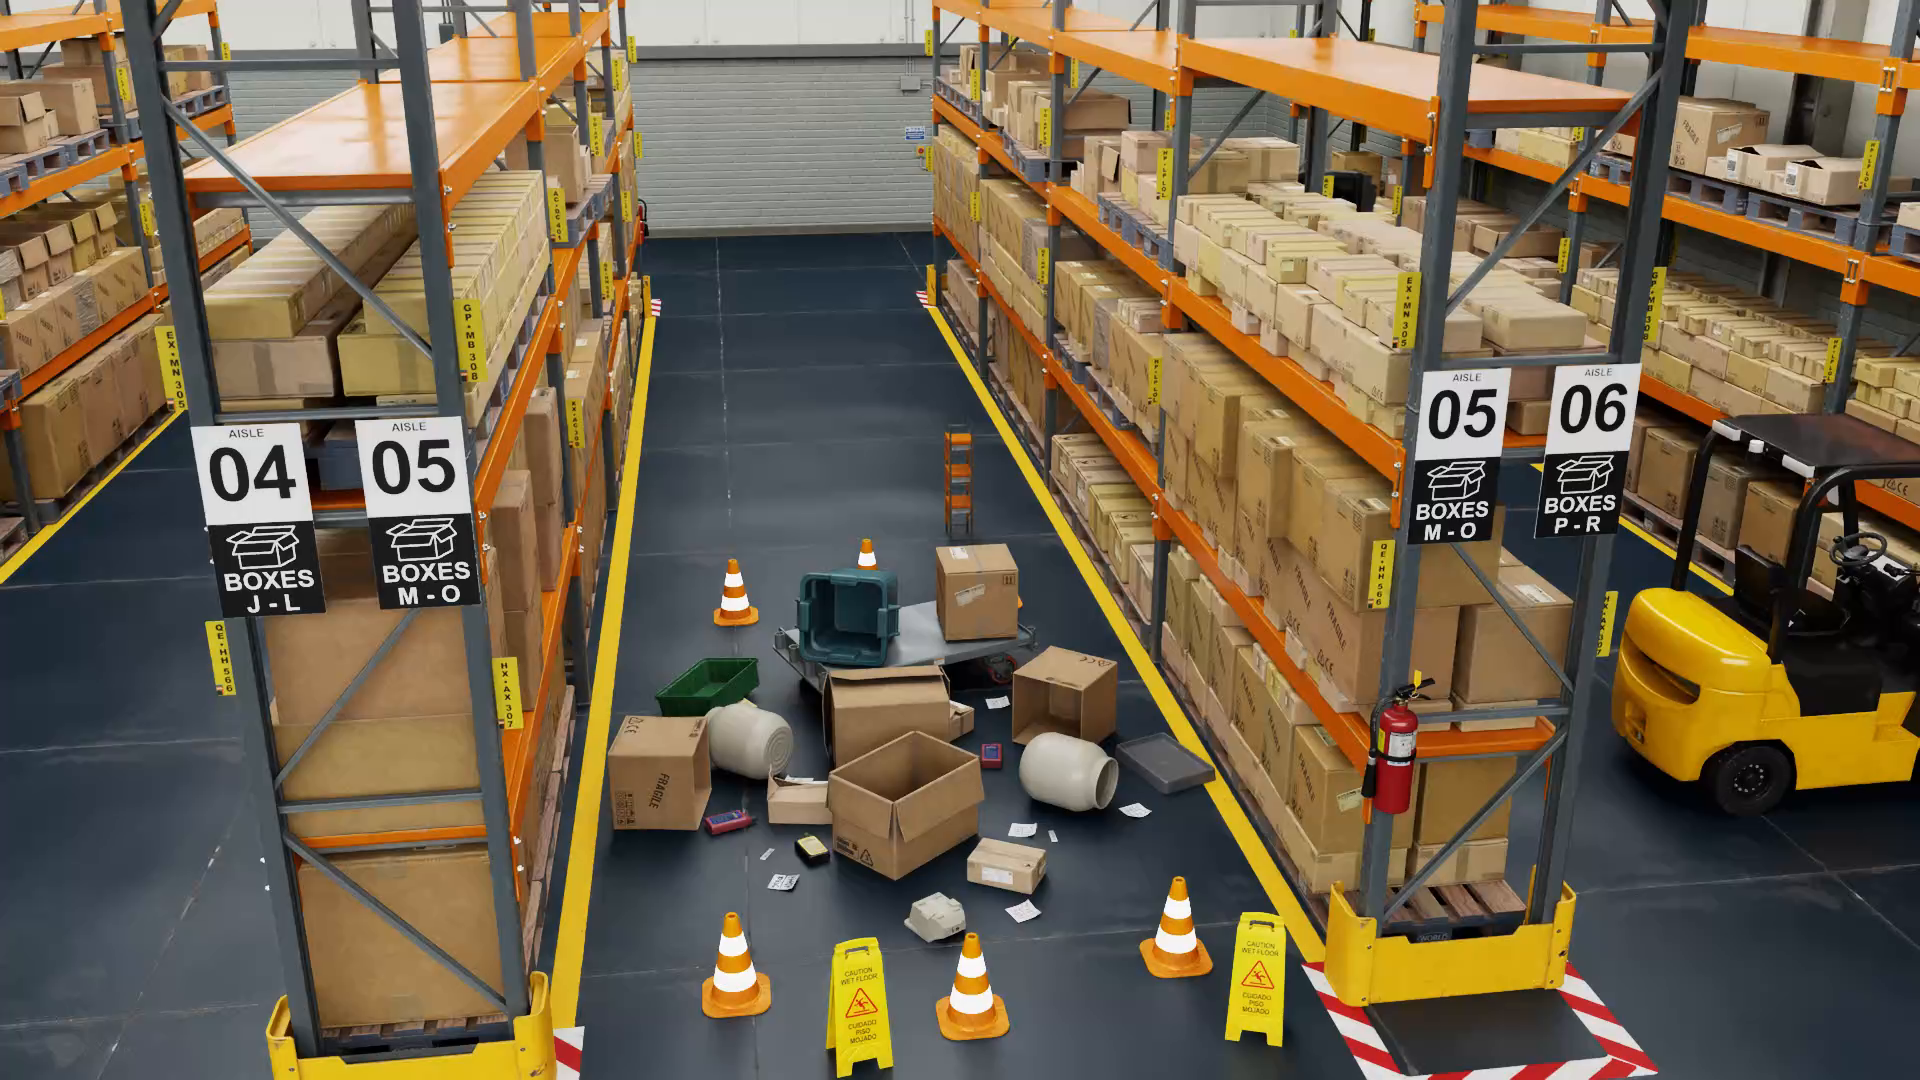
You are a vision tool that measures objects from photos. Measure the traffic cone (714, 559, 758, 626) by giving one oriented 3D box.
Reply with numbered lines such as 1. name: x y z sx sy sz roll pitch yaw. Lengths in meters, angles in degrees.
1. traffic cone: -1.712 0.373 12.632 0.336 0.463 0.334 -3 21 -8

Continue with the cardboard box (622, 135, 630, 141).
1. cardboard box: -4.358 -4.763 20.760 0.500 0.500 0.500 -4 21 -10

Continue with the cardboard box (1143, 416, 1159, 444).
1. cardboard box: 1.523 -0.803 11.913 0.380 0.149 0.250 -3 21 -7

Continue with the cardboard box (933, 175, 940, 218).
1. cardboard box: -0.074 -4.581 22.126 0.500 0.500 0.500 -3 21 -8

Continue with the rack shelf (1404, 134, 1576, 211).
1. rack shelf: 5.917 -3.957 17.340 1.077 0.370 4.000 -3 21 -8

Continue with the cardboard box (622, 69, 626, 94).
1. cardboard box: -4.279 -5.498 19.937 0.500 0.250 0.500 -3 21 -7

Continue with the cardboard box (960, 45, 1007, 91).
1. cardboard box: 0.283 -5.705 20.104 0.500 0.500 0.500 -3 21 -7

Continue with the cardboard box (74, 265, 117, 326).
1. cardboard box: -8.605 -2.377 16.223 0.500 0.500 0.500 -3 21 -8

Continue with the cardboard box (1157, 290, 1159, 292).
1. cardboard box: 1.809 -2.080 13.476 0.380 0.149 0.250 -4 21 -10

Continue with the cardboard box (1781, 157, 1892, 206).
1. cardboard box: 6.436 -2.657 12.214 0.500 0.311 0.500 -4 21 -9

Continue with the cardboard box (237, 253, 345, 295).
1. cardboard box: -2.931 -1.159 7.297 0.380 0.149 0.250 -3 21 -7

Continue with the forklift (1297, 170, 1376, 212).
1. forklift: 3.238 -1.640 14.493 1.130 2.935 3.031 -3 21 -9

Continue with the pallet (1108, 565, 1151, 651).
1. pallet: 1.757 0.477 12.712 1.003 0.211 1.213 -3 21 -8

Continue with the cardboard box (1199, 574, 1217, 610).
1. cardboard box: 1.723 0.318 10.482 0.380 0.149 0.250 -2 21 -6

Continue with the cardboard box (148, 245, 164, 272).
1. cardboard box: -8.898 -3.075 18.026 0.500 0.250 0.500 -3 21 -9

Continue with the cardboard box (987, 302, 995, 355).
1. cardboard box: 0.733 -2.549 19.890 0.875 0.438 0.875 -3 21 -9

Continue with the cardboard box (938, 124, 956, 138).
1. cardboard box: -0.082 -5.397 21.954 0.380 0.149 0.250 -2 21 -7

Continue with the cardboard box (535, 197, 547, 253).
1. cardboard box: -2.688 -1.836 9.677 0.500 0.250 0.500 -3 21 -8

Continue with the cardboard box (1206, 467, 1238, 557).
1. cardboard box: 1.813 -0.233 10.058 0.500 0.500 0.500 -3 21 -8

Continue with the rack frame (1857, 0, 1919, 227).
1. rack frame: 6.782 -3.622 11.127 1.000 3.000 0.127 -3 21 -8

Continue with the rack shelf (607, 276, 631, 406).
1. rack shelf: -3.878 -2.016 16.428 1.077 0.370 4.000 -3 21 -8

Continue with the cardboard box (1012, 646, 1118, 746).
1. cardboard box: 0.679 1.049 10.763 0.500 0.500 0.500 12 24 29

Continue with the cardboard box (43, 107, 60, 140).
1. cardboard box: -9.020 -4.006 15.969 0.500 0.311 0.500 -4 21 -10

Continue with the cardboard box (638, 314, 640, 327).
1. cardboard box: -4.223 -2.770 20.894 0.380 0.149 0.250 -4 21 -10

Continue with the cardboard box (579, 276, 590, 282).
1. cardboard box: -3.506 -2.281 15.018 0.380 0.149 0.250 -3 21 -9

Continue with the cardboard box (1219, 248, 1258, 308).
1. cardboard box: 1.806 -1.516 9.564 0.500 0.250 0.500 -3 21 -7

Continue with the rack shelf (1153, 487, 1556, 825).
1. rack shelf: 2.159 0.469 9.775 1.077 0.370 4.000 -3 21 -8

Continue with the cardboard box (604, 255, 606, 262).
1. cardboard box: -3.762 -2.774 16.764 0.380 0.149 0.250 -4 21 -11

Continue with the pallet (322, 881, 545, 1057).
1. pallet: -2.629 2.143 8.251 1.003 0.211 1.213 -3 21 -8

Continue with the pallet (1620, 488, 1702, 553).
1. pallet: 6.458 -0.182 14.475 1.003 0.211 1.213 -3 21 -8

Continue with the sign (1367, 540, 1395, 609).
1. sign: 1.895 0.155 7.480 0.100 0.325 0.005 -3 21 -8

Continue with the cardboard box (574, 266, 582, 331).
1. cardboard box: -3.535 -2.020 13.839 0.700 0.500 0.500 -3 21 -8

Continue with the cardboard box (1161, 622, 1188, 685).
1. cardboard box: 1.689 0.749 11.327 0.500 0.250 0.500 -4 21 -10

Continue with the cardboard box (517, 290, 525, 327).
1. cardboard box: -2.423 -1.168 8.460 0.380 0.149 0.250 -3 21 -8

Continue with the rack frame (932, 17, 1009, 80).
1. rack frame: 0.141 -7.525 21.577 1.000 3.000 0.127 -3 21 -8

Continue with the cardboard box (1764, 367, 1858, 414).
1. cardboard box: 6.458 -1.133 12.536 0.500 0.250 0.500 -3 21 -9

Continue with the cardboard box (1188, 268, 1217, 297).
1. cardboard box: 1.653 -1.634 10.449 0.380 0.149 0.250 -3 21 -8

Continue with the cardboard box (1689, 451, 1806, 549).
1. cardboard box: 6.591 -0.345 13.721 0.875 0.625 0.625 -3 21 -8

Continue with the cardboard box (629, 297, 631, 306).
1. cardboard box: -4.211 -2.857 20.277 0.380 0.149 0.250 -3 21 -7

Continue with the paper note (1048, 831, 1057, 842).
1. paper note: 0.540 1.722 9.667 0.032 0.001 0.123 -3 21 -8

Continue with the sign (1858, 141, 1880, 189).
1. sign: 6.246 -2.576 11.424 0.100 0.325 0.005 -3 21 -8

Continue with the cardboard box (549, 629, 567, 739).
1. cardboard box: -2.992 0.745 10.446 0.875 0.875 0.875 -3 21 -7

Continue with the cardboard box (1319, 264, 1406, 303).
1. cardboard box: 2.038 -1.292 8.396 0.380 0.149 0.250 -3 21 -8

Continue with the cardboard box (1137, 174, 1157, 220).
1. cardboard box: 1.575 -2.462 11.922 0.500 0.250 0.500 -3 21 -7

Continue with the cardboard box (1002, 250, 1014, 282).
1. cardboard box: 0.726 -2.797 16.992 0.500 0.250 0.500 -4 21 -9

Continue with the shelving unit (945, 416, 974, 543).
1. shelving unit: -0.008 -0.510 14.156 0.215 1.050 0.252 -3 21 -8

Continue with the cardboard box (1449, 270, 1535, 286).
1. cardboard box: 2.608 -1.236 8.246 0.380 0.149 0.250 -3 21 -8

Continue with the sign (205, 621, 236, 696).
1. sign: -2.975 0.479 6.728 0.100 0.325 0.005 -3 21 -8

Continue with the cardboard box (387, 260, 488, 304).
1. cardboard box: -2.242 -1.102 7.143 0.380 0.149 0.250 -3 21 -9

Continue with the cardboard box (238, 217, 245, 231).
1. cardboard box: -9.288 -3.991 21.047 0.380 0.149 0.250 -3 21 -7

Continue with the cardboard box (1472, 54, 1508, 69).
1. cardboard box: 5.812 -5.254 18.381 0.396 0.266 0.258 -3 21 -8

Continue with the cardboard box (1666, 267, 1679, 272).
1. cardboard box: 6.452 -2.445 15.479 0.380 0.149 0.250 -2 21 -6

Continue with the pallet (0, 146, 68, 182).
1. pallet: -8.822 -3.369 15.007 1.003 0.211 1.213 -2 21 -5
